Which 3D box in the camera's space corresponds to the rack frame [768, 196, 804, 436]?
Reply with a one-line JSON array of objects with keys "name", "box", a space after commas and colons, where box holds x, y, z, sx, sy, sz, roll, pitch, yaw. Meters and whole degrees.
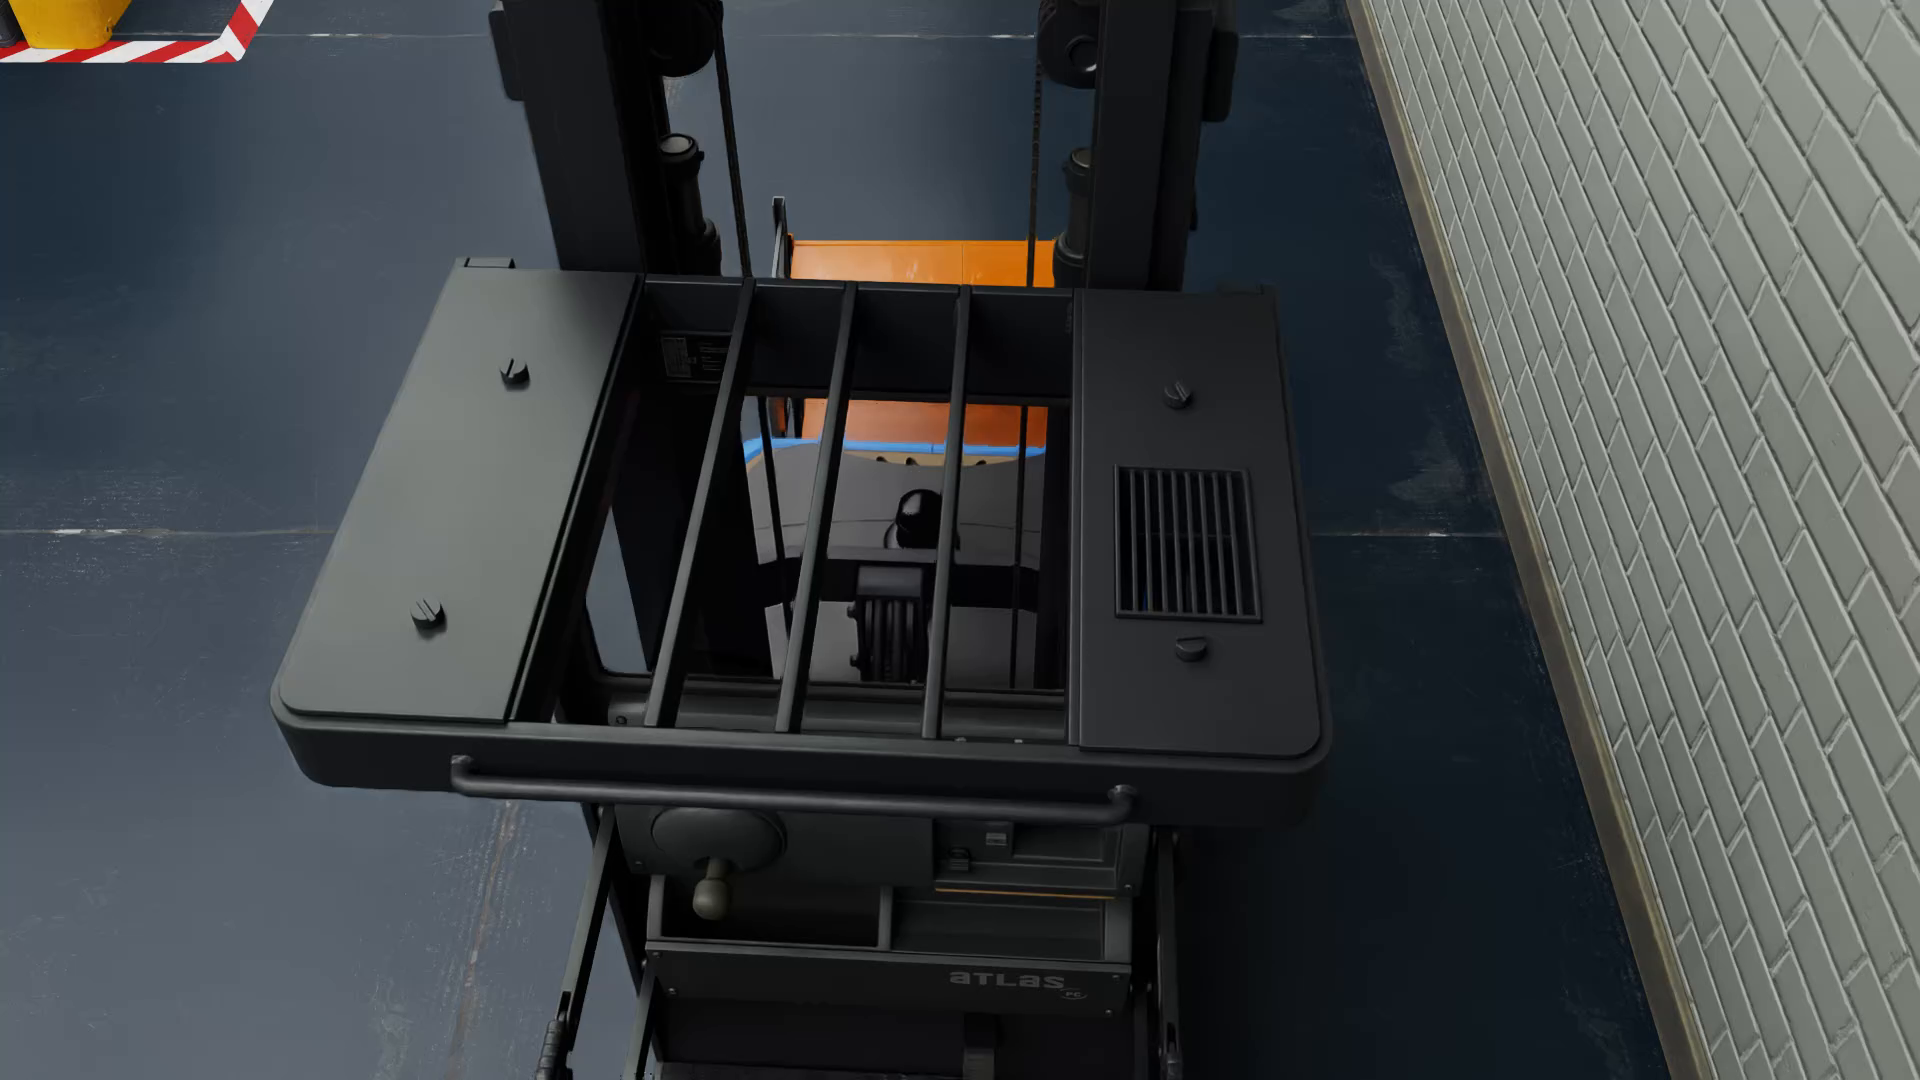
[{"name": "rack frame", "box": [-0.502, -0.385, 4.840, 0.032, 1.125, 0.500, 0, 47, 0]}]

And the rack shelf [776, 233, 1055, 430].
[{"name": "rack shelf", "box": [0.007, -0.583, 4.624, 1.000, 0.278, 0.538, 0, 47, 0]}]

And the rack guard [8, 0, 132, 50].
[{"name": "rack guard", "box": [-3.902, -2.735, 7.454, 0.348, 0.500, 1.175, 0, 47, 0]}]

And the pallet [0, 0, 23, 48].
[{"name": "pallet", "box": [-4.726, -2.581, 7.508, 1.213, 0.211, 1.003, 0, 47, 0]}]

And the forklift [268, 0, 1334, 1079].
[{"name": "forklift", "box": [-0.145, 0.569, 2.718, 1.130, 2.935, 3.031, 2, 47, 2]}]

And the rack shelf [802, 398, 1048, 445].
[{"name": "rack shelf", "box": [0.007, -0.217, 5.017, 1.000, 0.278, 0.538, 0, 47, 0]}]

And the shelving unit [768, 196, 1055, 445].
[{"name": "shelving unit", "box": [0.007, -0.383, 4.838, 1.048, 1.125, 0.538, 0, 47, 0]}]
